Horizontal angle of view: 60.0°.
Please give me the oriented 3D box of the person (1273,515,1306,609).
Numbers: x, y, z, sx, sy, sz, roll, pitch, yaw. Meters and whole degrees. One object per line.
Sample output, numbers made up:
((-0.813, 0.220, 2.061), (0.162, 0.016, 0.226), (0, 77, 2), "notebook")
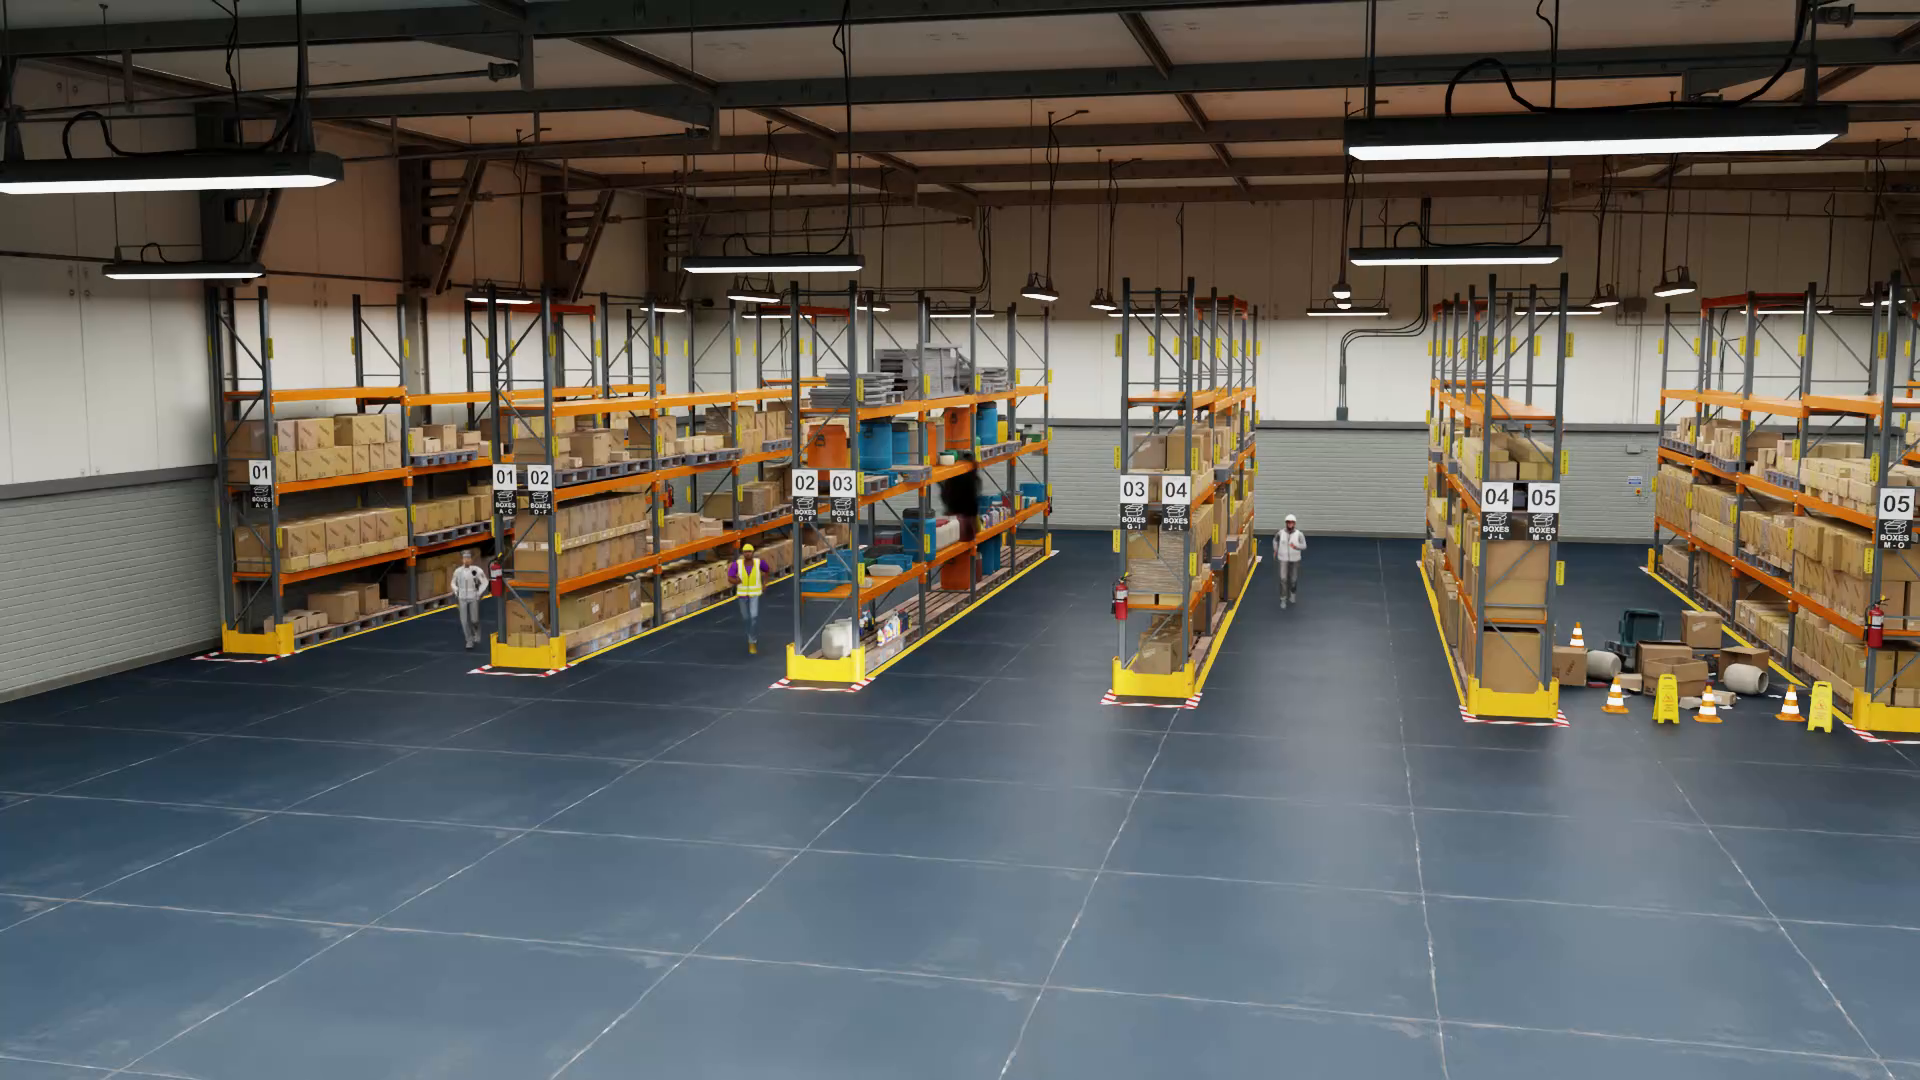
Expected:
((6.376, 0.398, 32.209), (0.644, 1.785, 0.904), (1, 7, 12), "person")

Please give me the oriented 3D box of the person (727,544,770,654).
((-3.537, 0.957, 27.766), (0.662, 1.821, 0.964), (0, 7, 4), "person")

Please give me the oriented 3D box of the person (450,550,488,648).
((-8.226, 0.986, 27.843), (0.609, 1.651, 0.550), (-1, 7, -7), "person")
